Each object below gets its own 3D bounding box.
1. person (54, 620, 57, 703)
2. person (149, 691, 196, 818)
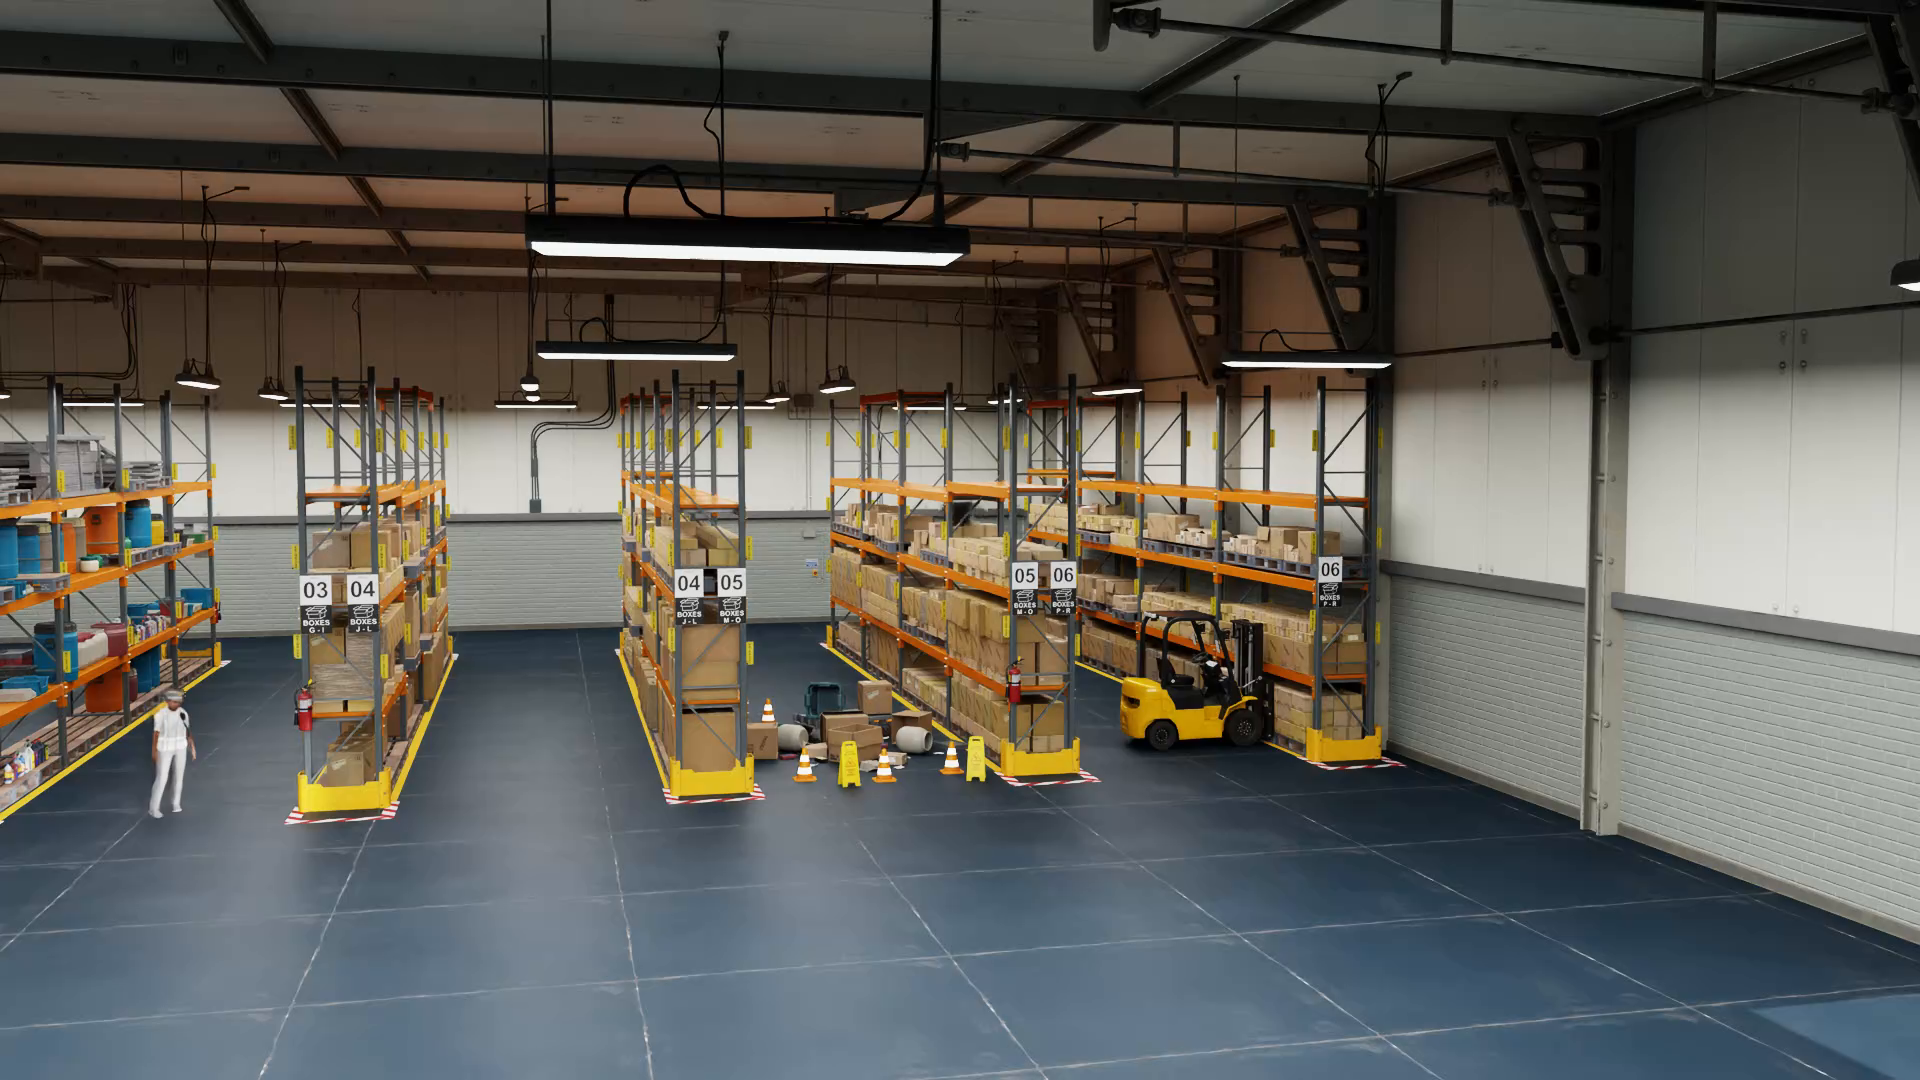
[{"bbox_3d":[-17.145,2.300,31.674,0.367,1.599,0.476,-1,4,-24],"label":"person"},{"bbox_3d":[-10.608,2.863,22.349,0.394,1.684,0.579,3,5,42],"label":"person"}]
